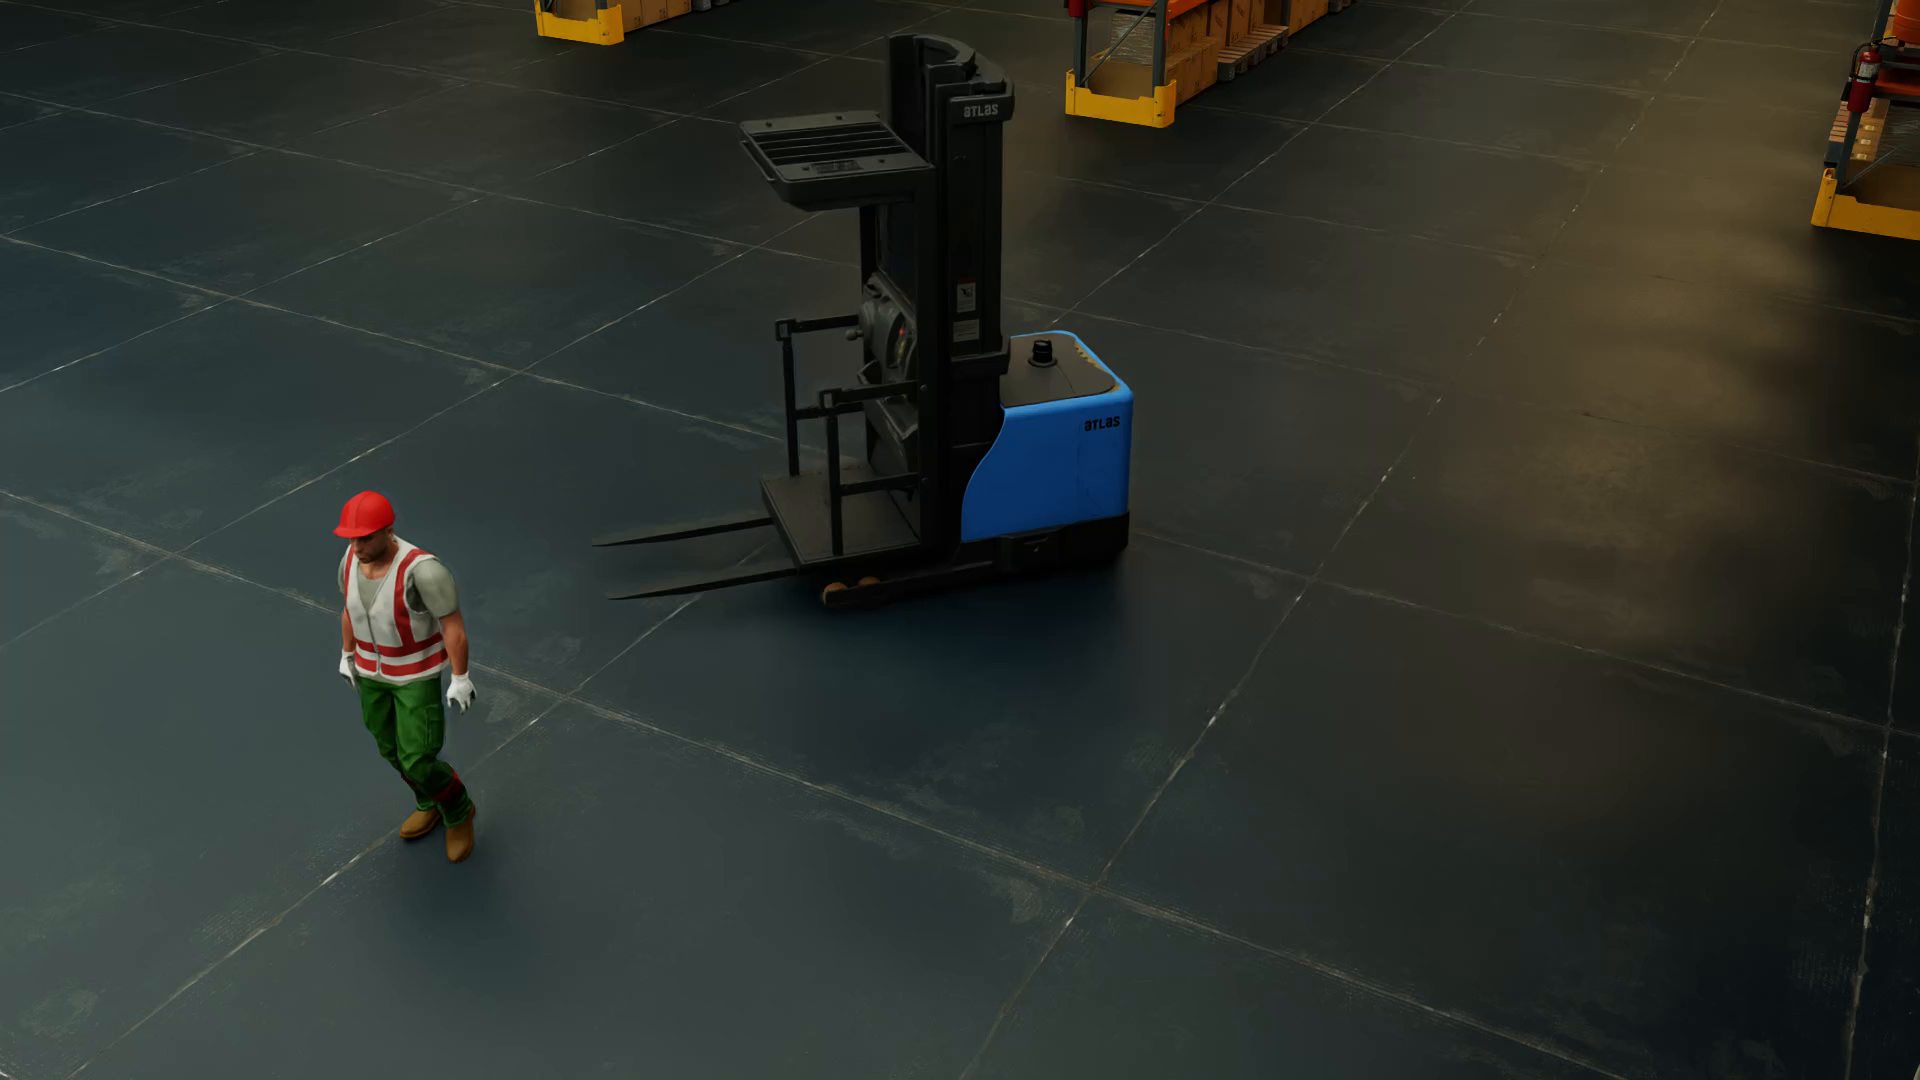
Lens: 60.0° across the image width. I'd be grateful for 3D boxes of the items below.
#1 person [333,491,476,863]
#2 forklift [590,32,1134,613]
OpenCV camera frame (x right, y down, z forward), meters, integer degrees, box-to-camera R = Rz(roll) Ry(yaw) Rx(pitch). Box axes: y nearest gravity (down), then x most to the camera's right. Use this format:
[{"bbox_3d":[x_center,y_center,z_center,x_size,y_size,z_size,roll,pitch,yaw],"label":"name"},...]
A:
[{"bbox_3d":[-2.442,0.607,7.198,0.673,1.781,0.475,10,32,17],"label":"person"},{"bbox_3d":[-0.584,-1.160,9.080,3.031,2.935,1.130,-10,31,-16],"label":"forklift"}]
